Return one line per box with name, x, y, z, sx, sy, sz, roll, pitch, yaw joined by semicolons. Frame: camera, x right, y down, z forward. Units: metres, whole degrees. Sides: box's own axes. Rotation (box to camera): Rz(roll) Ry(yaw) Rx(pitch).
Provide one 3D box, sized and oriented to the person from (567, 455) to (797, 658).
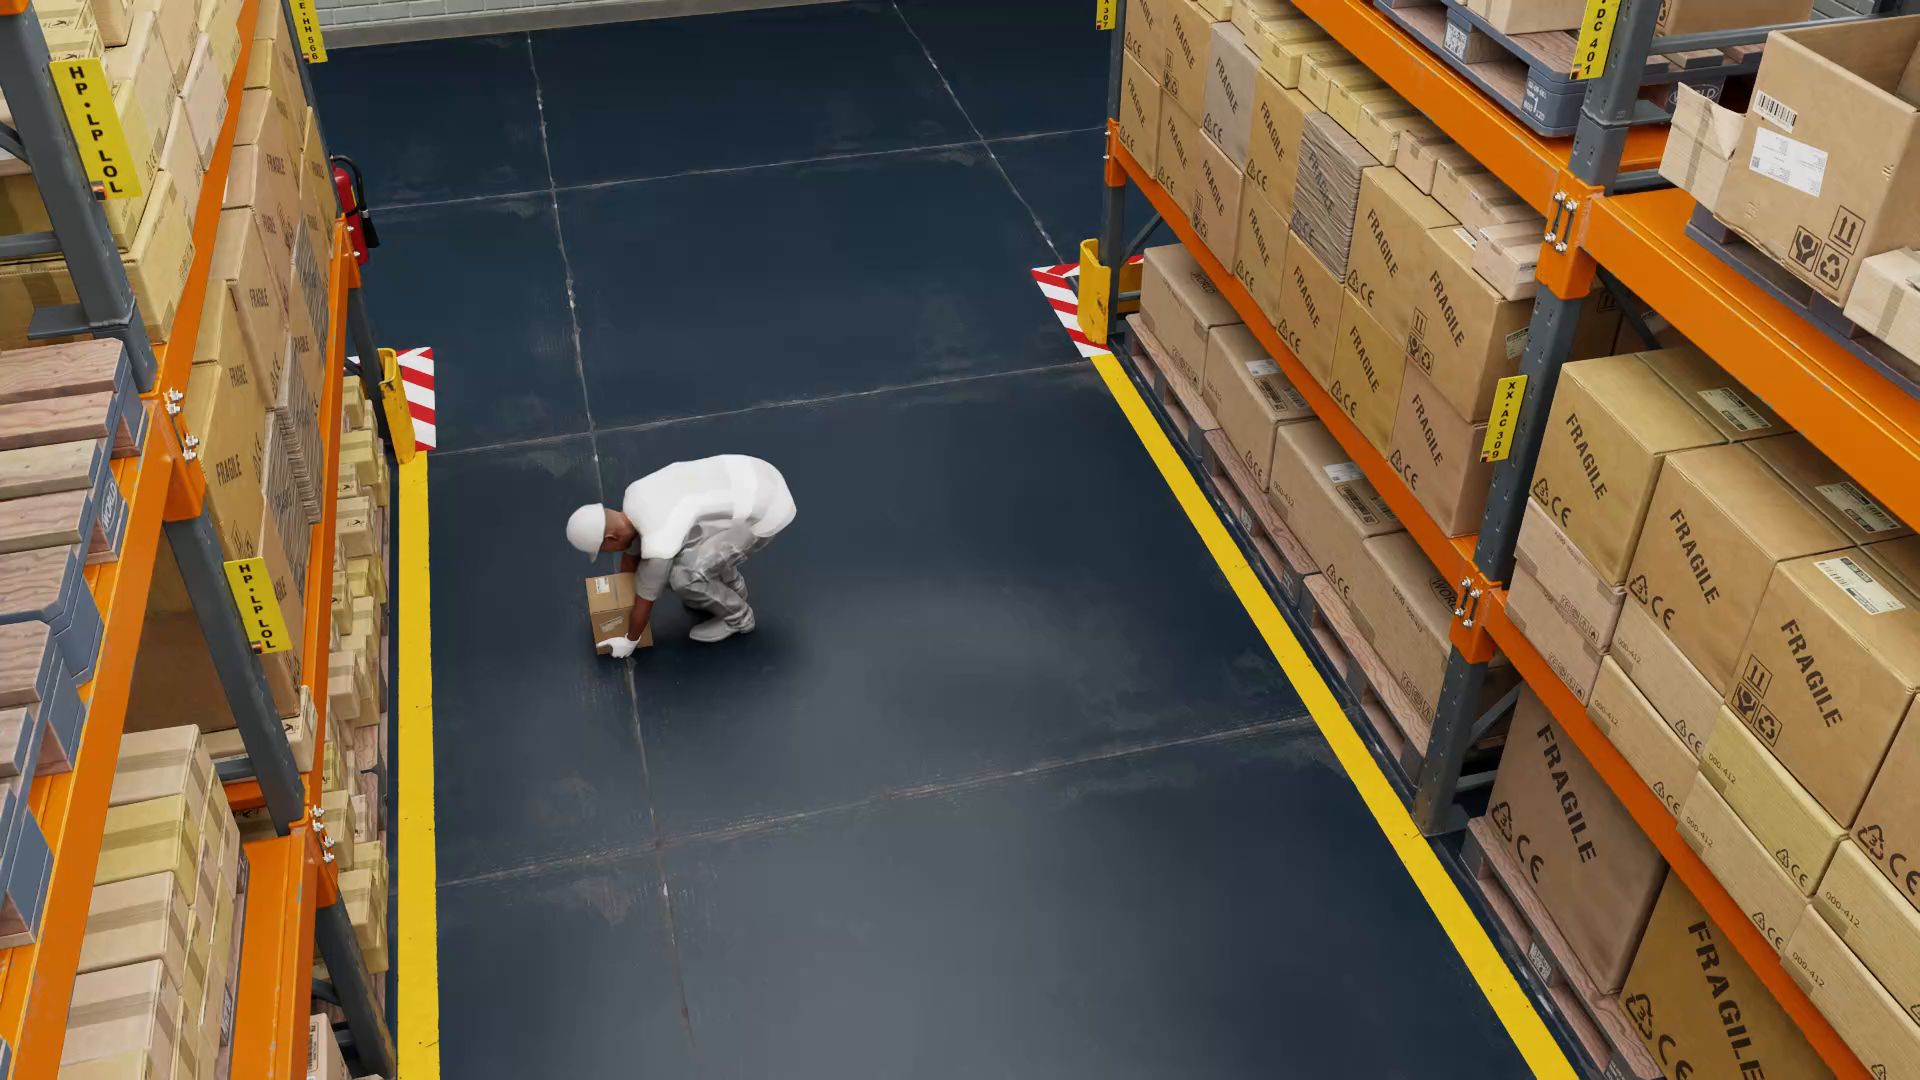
person;-1.217;0.071;7.408;0.992;0.844;0.533;-10;39;-13
